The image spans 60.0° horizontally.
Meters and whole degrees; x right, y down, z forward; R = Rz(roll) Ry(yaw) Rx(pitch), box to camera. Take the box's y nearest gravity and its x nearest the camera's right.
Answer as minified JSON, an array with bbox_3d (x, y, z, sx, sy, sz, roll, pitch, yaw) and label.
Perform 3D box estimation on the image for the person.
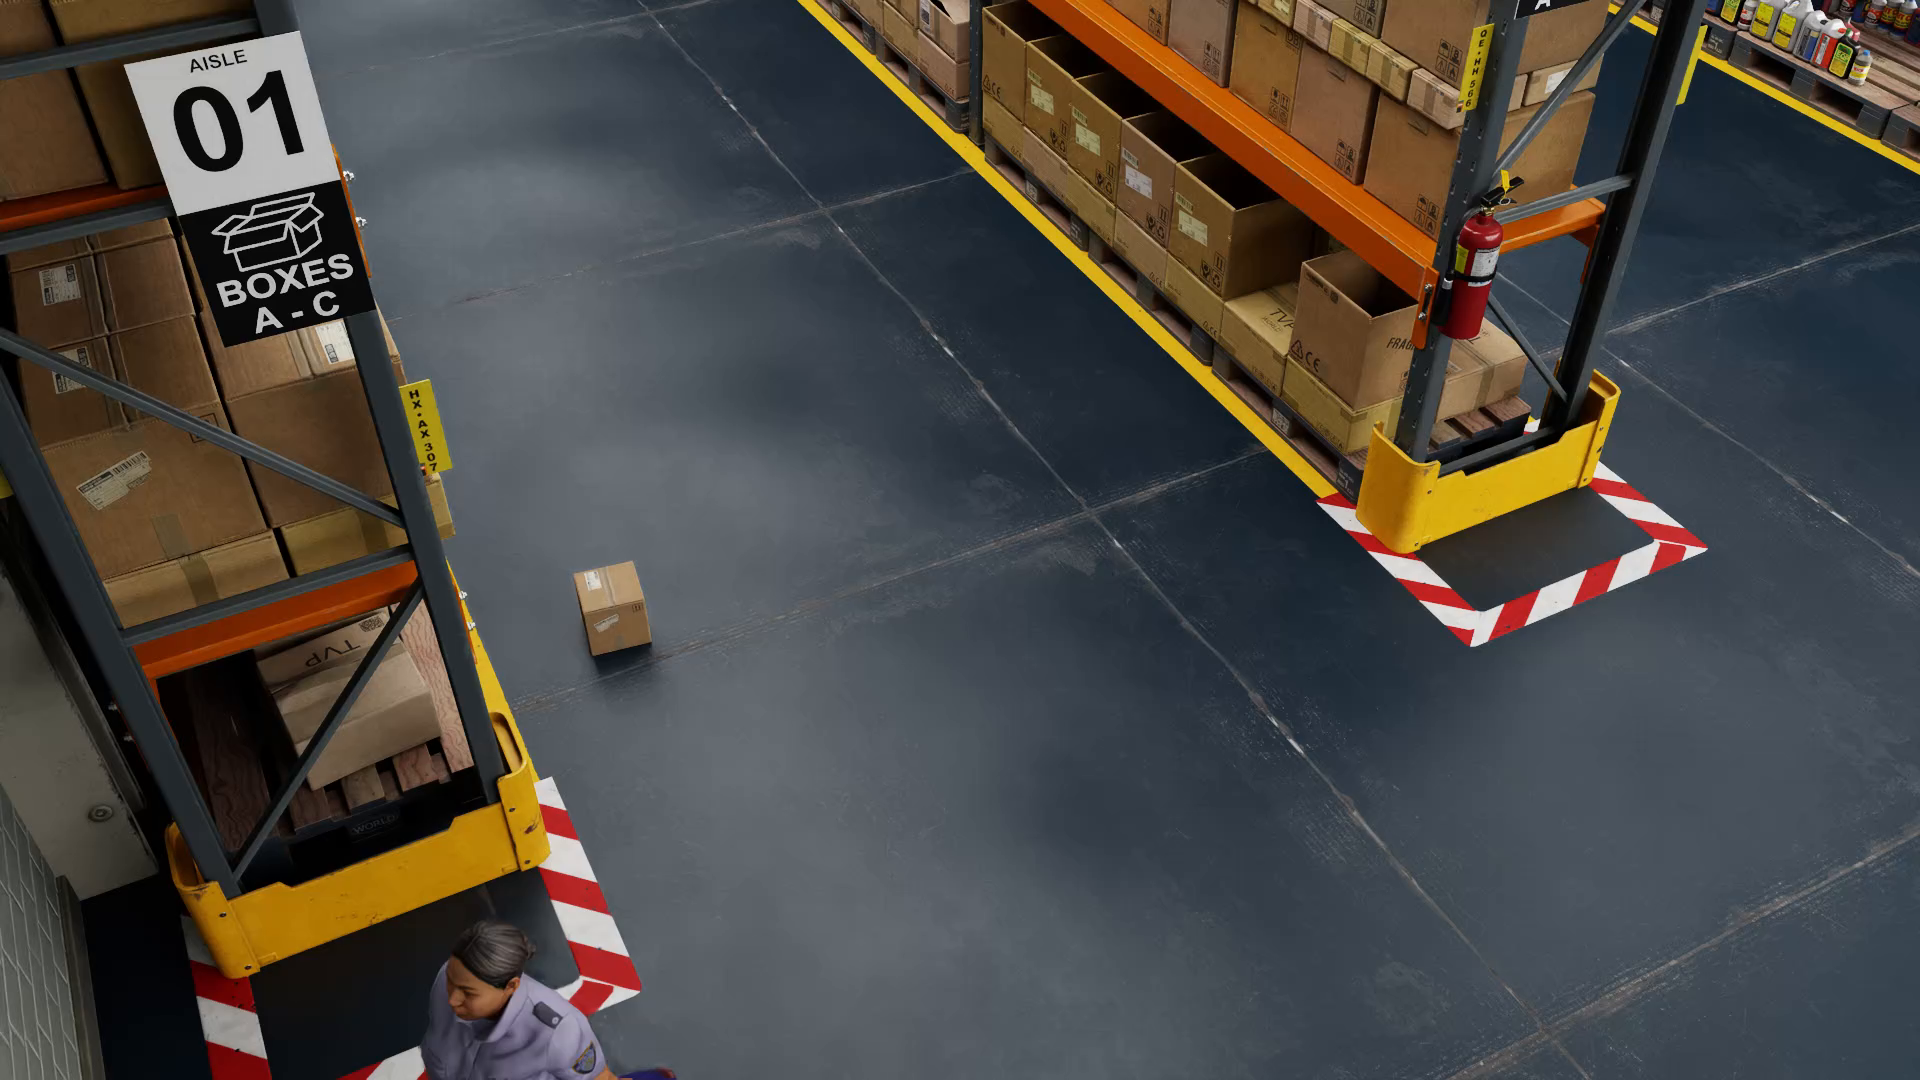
[{"bbox_3d":[-1.142,1.508,4.472,0.482,1.598,1.005,27,48,28],"label":"person"}]
